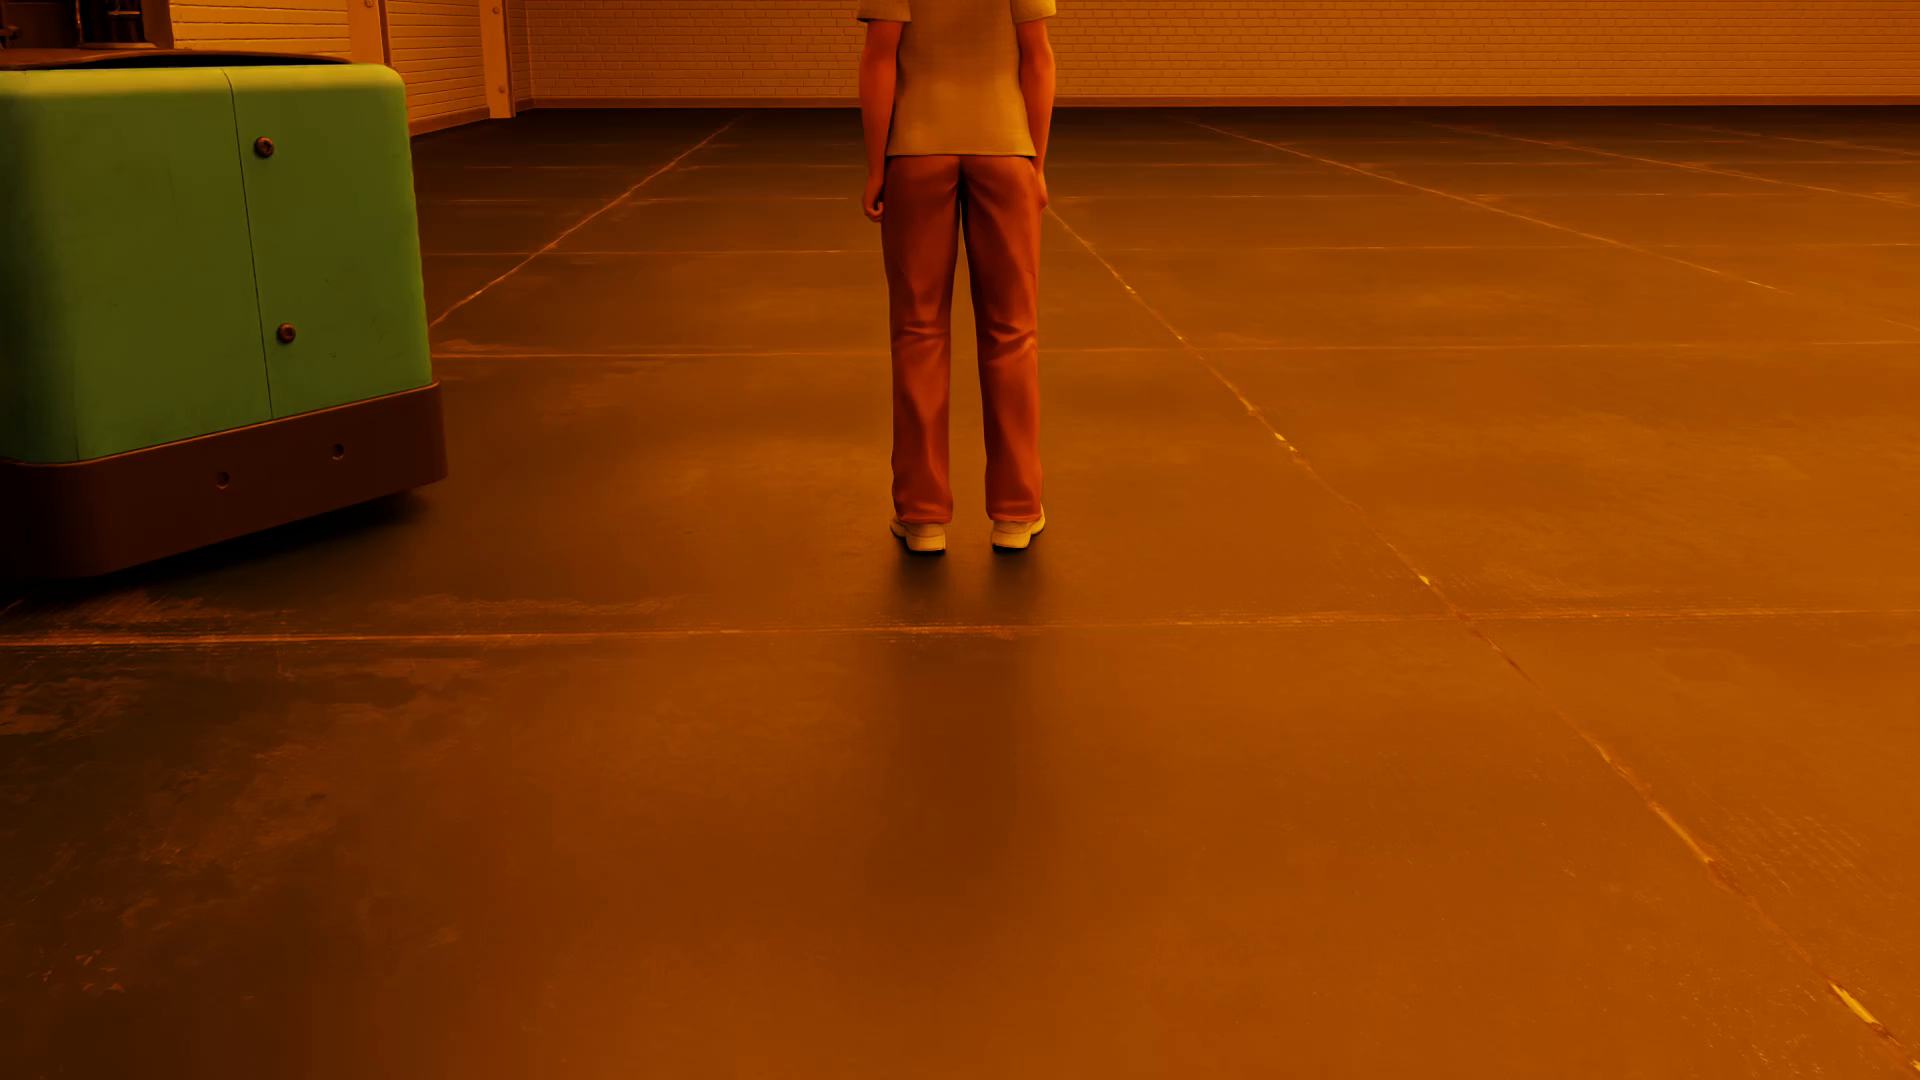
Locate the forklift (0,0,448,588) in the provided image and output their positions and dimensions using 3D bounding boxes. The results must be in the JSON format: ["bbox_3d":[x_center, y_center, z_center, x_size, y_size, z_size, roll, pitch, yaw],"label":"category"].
[{"bbox_3d":[-2.816,-1.605,4.155,3.031,2.935,1.130,10,20,30],"label":"forklift"}]

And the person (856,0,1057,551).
[{"bbox_3d":[-0.005,-0.799,3.674,0.435,1.671,0.381,-1,17,-3],"label":"person"}]
